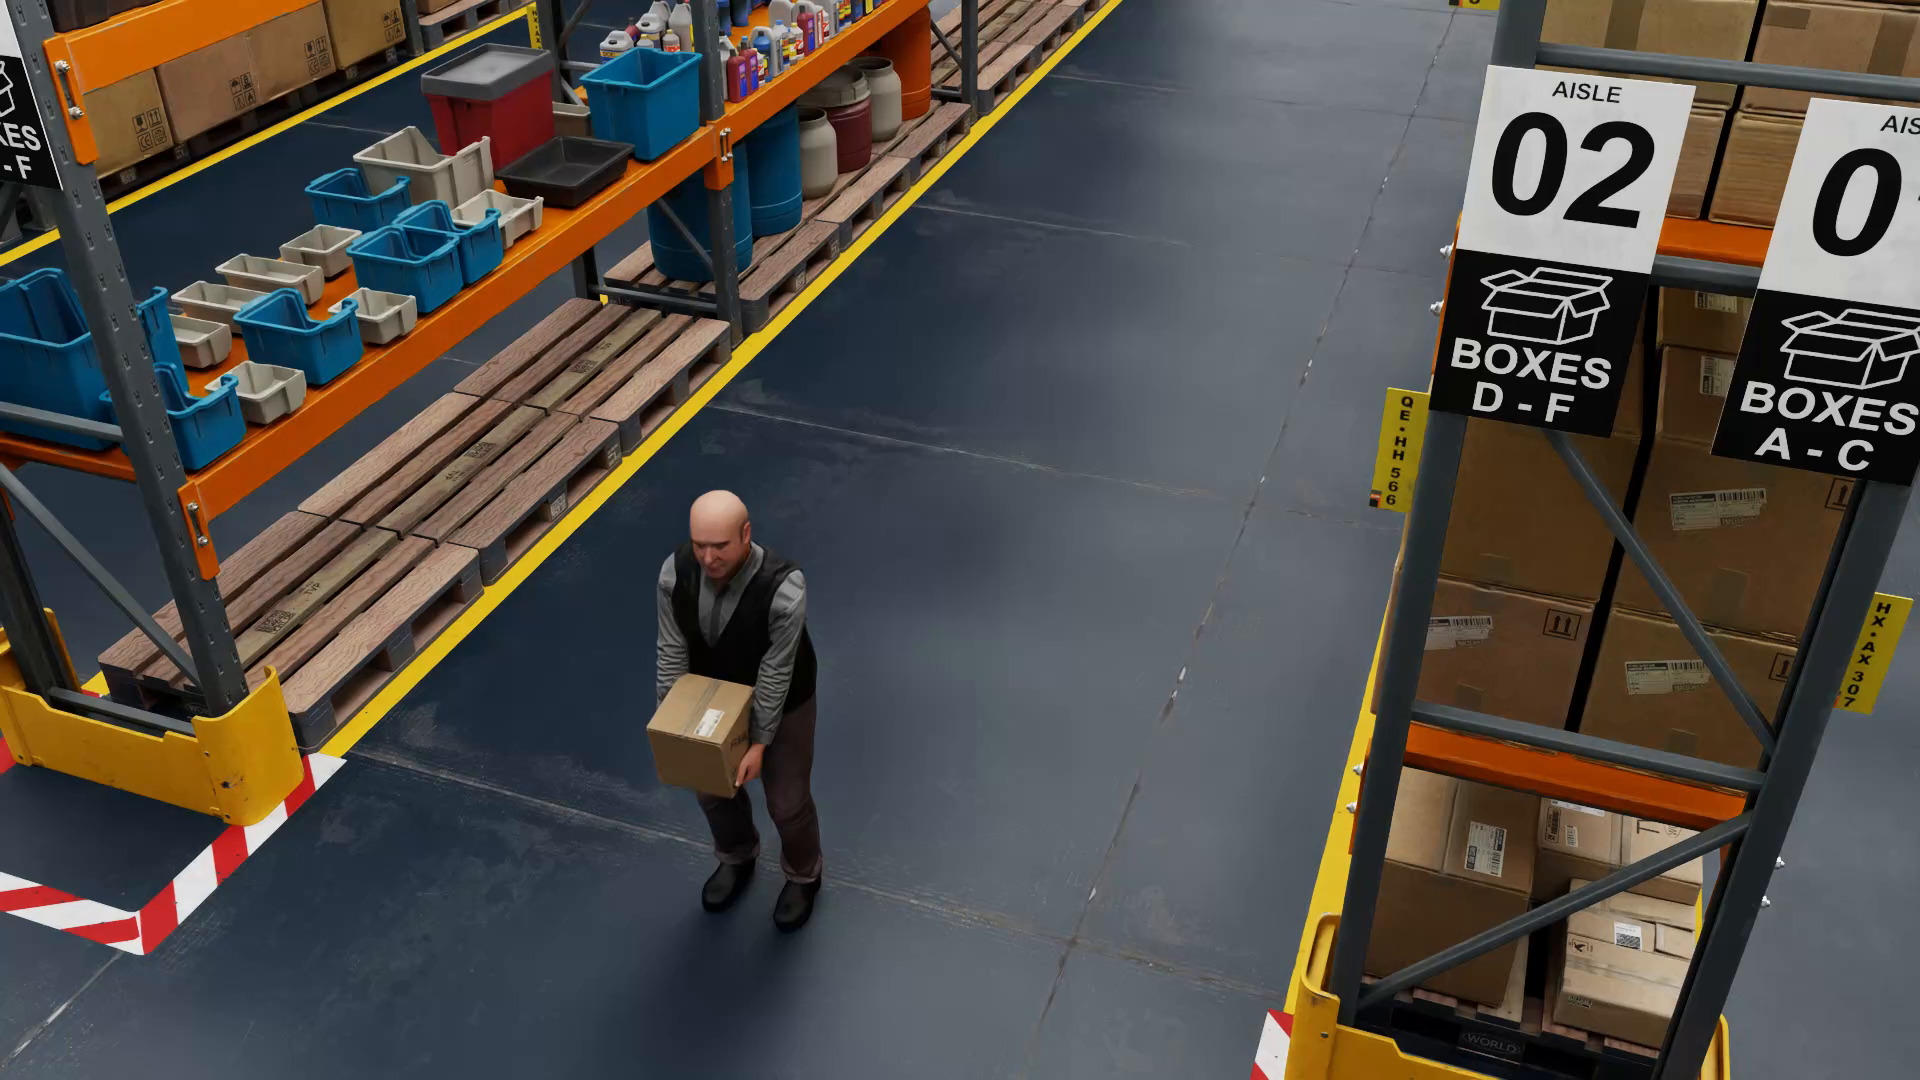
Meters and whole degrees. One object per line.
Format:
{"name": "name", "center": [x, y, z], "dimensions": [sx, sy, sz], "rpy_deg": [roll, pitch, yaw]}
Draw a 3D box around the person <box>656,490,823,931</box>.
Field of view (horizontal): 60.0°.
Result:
{"name": "person", "center": [-0.697, 0.560, 5.324], "dimensions": [0.486, 1.703, 0.582], "rpy_deg": [10, 34, 16]}
